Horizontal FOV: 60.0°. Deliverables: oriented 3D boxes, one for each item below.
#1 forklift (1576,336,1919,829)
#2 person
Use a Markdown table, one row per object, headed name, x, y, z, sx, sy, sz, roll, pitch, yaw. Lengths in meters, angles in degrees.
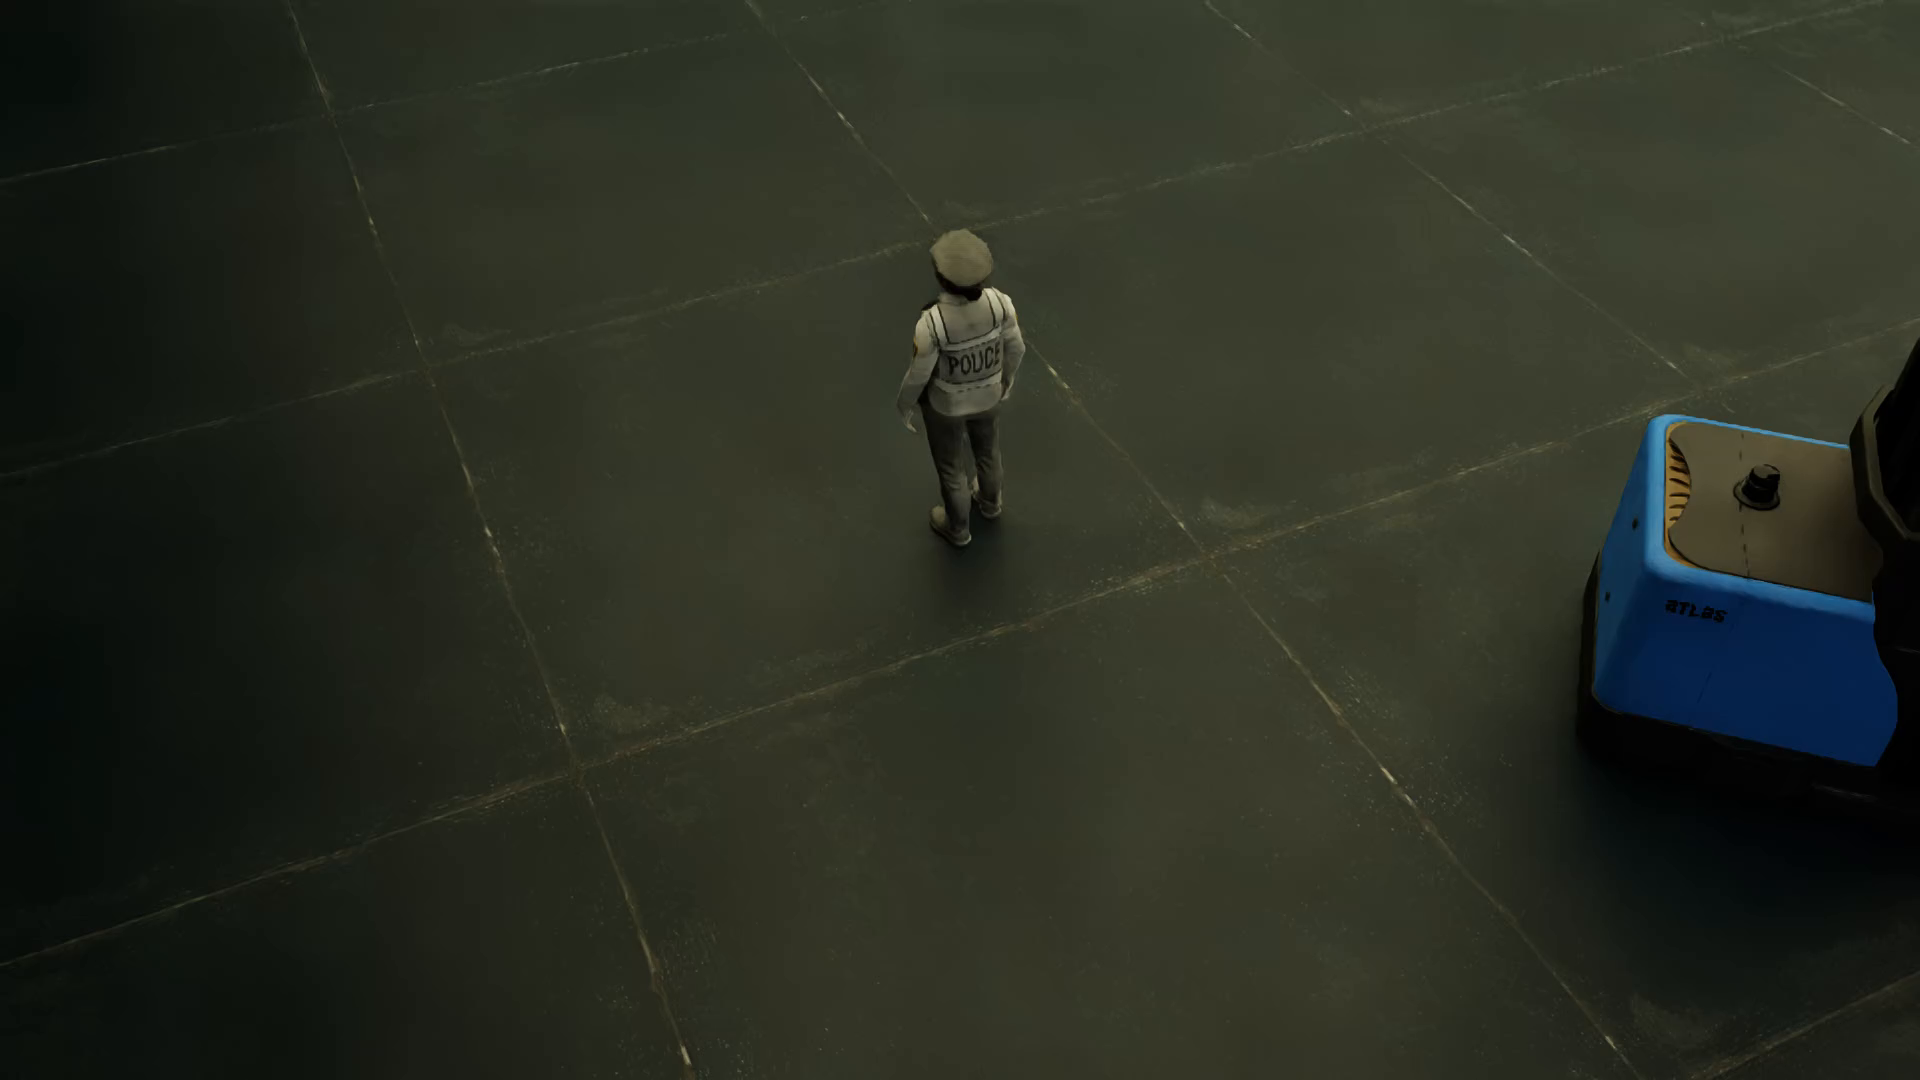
| name | x | y | z | sx | sy | sz | roll | pitch | yaw |
| --- | --- | --- | --- | --- | --- | --- | --- | --- | --- |
| forklift | 4.123 | -0.201 | 5.896 | 3.031 | 2.935 | 1.130 | 12 | 44 | 13 |
| person | -0.022 | -0.669 | 7.292 | 0.586 | 1.695 | 0.532 | -18 | 46 | -18 |
